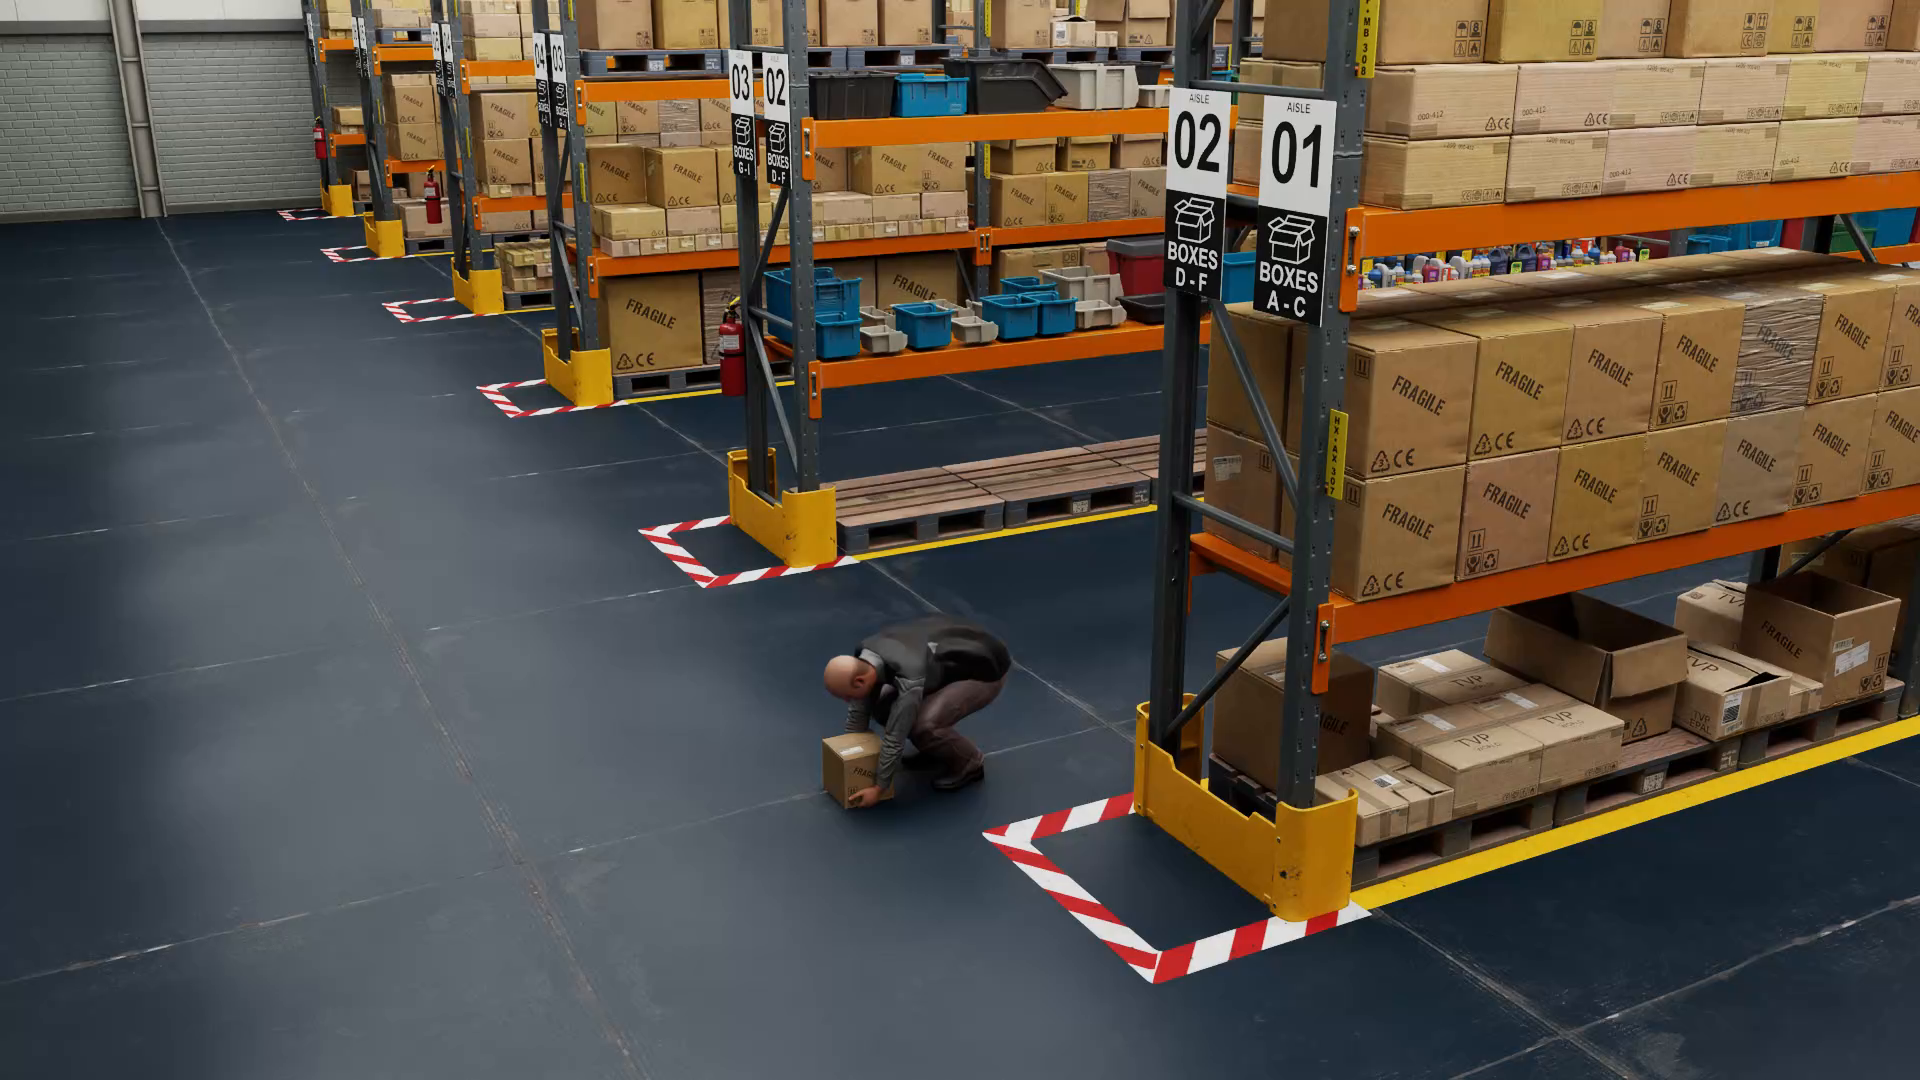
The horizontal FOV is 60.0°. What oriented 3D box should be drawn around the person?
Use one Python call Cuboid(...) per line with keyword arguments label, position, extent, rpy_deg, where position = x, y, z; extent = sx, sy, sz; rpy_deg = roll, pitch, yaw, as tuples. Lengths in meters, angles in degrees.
Cuboid(label="person", position=(-0.213, 0.774, 7.779), extent=(0.944, 0.803, 0.506), rpy_deg=(-11, 21, -30))
